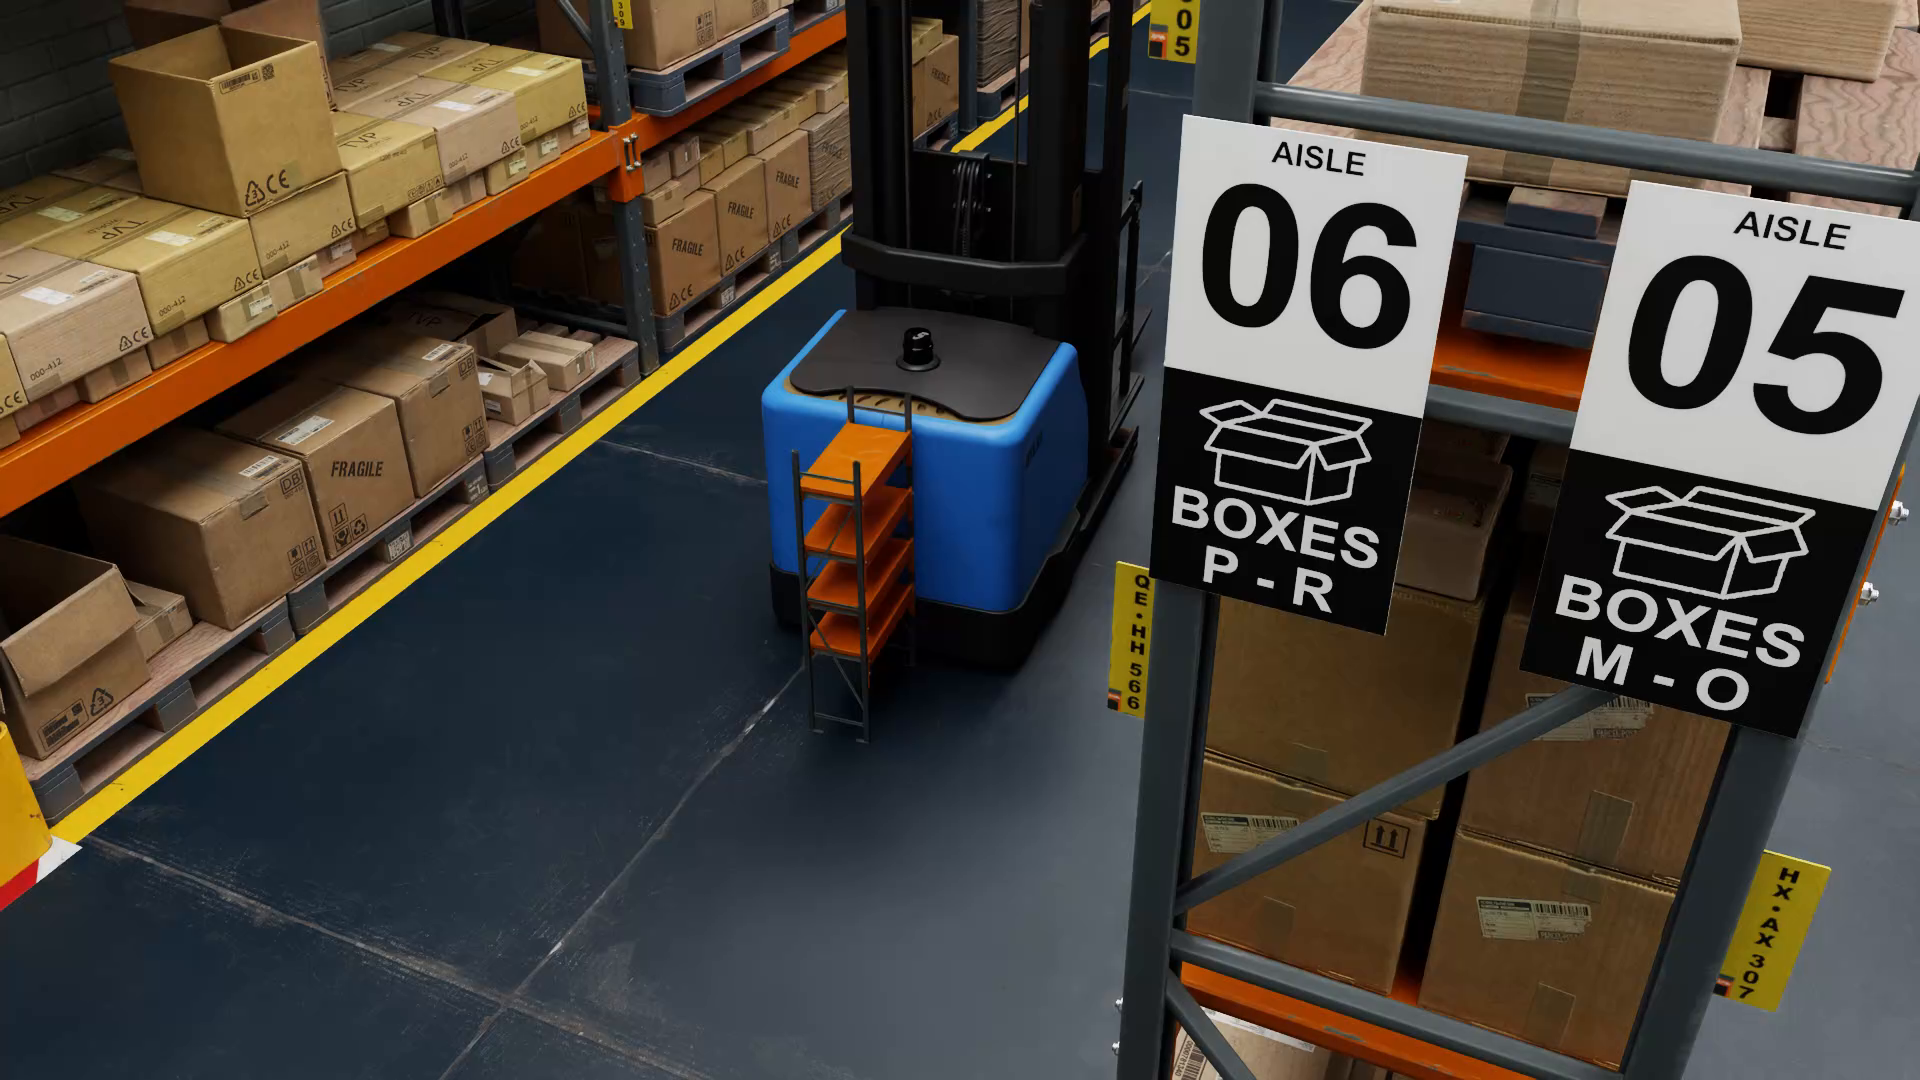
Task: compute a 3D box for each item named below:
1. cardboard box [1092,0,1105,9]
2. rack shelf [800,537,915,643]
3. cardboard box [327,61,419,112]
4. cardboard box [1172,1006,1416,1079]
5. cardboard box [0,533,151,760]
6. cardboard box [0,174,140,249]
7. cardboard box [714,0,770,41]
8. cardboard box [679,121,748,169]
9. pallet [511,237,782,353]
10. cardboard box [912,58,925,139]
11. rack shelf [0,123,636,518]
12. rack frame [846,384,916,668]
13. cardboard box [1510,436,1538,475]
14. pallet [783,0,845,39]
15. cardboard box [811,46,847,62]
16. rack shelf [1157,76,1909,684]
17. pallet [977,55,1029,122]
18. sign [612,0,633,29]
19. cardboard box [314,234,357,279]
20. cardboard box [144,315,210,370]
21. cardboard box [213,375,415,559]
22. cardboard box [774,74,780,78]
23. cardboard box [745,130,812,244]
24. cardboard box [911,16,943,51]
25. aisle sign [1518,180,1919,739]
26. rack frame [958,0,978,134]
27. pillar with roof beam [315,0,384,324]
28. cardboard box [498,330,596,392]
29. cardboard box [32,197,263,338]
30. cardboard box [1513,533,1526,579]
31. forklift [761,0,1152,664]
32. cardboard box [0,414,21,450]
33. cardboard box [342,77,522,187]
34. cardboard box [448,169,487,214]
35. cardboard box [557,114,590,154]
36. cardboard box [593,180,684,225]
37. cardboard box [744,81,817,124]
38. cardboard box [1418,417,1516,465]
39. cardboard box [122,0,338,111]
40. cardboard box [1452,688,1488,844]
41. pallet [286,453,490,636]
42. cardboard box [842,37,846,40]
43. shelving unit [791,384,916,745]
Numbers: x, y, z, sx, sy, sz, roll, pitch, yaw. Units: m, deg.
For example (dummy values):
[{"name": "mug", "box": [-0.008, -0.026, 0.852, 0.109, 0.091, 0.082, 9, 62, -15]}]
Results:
[{"name": "cardboard box", "box": [0.776, -4.749, 13.540, 0.875, 0.625, 0.625, 14, 36, 20]}, {"name": "rack shelf", "box": [-0.365, 0.156, 6.041, 0.258, 0.148, 0.480, 11, 35, 16]}, {"name": "cardboard box", "box": [-2.688, -1.855, 7.209, 0.500, 0.250, 0.500, 14, 36, 20]}, {"name": "cardboard box", "box": [0.990, 1.444, 4.267, 0.875, 0.438, 0.875, 13, 35, 19]}, {"name": "cardboard box", "box": [-3.363, 0.348, 5.878, 0.797, 0.503, 0.637, 13, 35, 19]}, {"name": "cardboard box", "box": [-3.325, -1.091, 6.044, 0.500, 0.250, 0.500, 15, 36, 22]}, {"name": "cardboard box", "box": [-1.409, -2.895, 8.455, 0.700, 0.500, 0.500, 15, 36, 21]}, {"name": "cardboard box", "box": [-1.395, -2.175, 9.136, 0.380, 0.149, 0.250, 14, 36, 20]}, {"name": "pallet", "box": [-1.726, -1.477, 9.311, 1.003, 0.211, 1.213, 14, 36, 20]}, {"name": "cardboard box", "box": [-0.559, -2.845, 10.751, 0.500, 0.500, 0.500, 14, 36, 20]}, {"name": "rack shelf", "box": [-2.868, -0.933, 6.593, 1.077, 0.370, 4.000, 14, 36, 20]}, {"name": "rack frame", "box": [-0.287, -0.027, 6.197, 0.240, 1.200, 0.015, 11, 35, 16]}, {"name": "cardboard box", "box": [0.982, -0.122, 3.698, 0.500, 0.500, 0.500, 14, 36, 21]}, {"name": "pallet", "box": [-1.168, -3.172, 9.527, 1.003, 0.211, 1.213, 14, 36, 20]}, {"name": "cardboard box", "box": [-0.723, -2.934, 10.294, 0.380, 0.149, 0.250, 15, 36, 22]}, {"name": "rack shelf", "box": [1.642, -1.050, 4.037, 1.077, 0.370, 4.000, 14, 36, 20]}, {"name": "pallet", "box": [0.022, -3.457, 12.329, 1.003, 0.211, 1.213, 14, 36, 20]}, {"name": "sign", "box": [-1.536, -2.471, 7.494, 0.100, 0.325, 0.005, 14, 36, 20]}, {"name": "cardboard box", "box": [-2.597, -1.143, 6.487, 0.380, 0.149, 0.250, 14, 36, 20]}, {"name": "cardboard box", "box": [-2.908, -0.755, 5.895, 0.380, 0.149, 0.250, 15, 36, 21]}, {"name": "cardboard box", "box": [-2.658, -0.308, 6.881, 0.500, 0.500, 0.500, 15, 36, 21]}, {"name": "cardboard box", "box": [-1.289, -2.912, 10.260, 0.380, 0.149, 0.250, 13, 36, 19]}, {"name": "cardboard box", "box": [-1.198, -2.064, 9.559, 0.500, 0.500, 0.500, 13, 35, 19]}, {"name": "cardboard box", "box": [-0.335, -3.319, 10.882, 0.380, 0.149, 0.250, 12, 35, 18]}, {"name": "aisle sign", "box": [1.038, -0.085, 2.274, 0.394, 0.787, 0.004, 14, 36, 20]}, {"name": "rack frame", "box": [-0.358, -4.222, 10.953, 1.000, 3.000, 0.127, 14, 36, 20]}, {"name": "pillar with roof beam", "box": [0.769, -3.611, 4.550, 9.100, 9.000, 0.400, 14, 36, 20]}, {"name": "cardboard box", "box": [-1.998, -0.868, 8.056, 0.380, 0.149, 0.250, 13, 35, 19]}, {"name": "cardboard box", "box": [-2.851, -0.968, 5.856, 0.500, 0.250, 0.500, 13, 36, 20]}, {"name": "cardboard box", "box": [1.196, 0.052, 4.345, 0.500, 0.500, 0.500, 15, 36, 22]}, {"name": "forklift", "box": [0.200, -1.550, 6.941, 1.130, 2.935, 3.031, 11, 35, 16]}, {"name": "cardboard box", "box": [-3.254, -0.371, 5.309, 0.380, 0.149, 0.250, 15, 36, 22]}, {"name": "cardboard box", "box": [-2.219, -1.729, 7.017, 0.500, 0.250, 0.500, 14, 36, 21]}, {"name": "cardboard box", "box": [-2.246, -1.514, 7.052, 0.380, 0.149, 0.250, 15, 36, 22]}, {"name": "cardboard box", "box": [-1.936, -1.908, 7.653, 0.380, 0.149, 0.250, 15, 36, 21]}, {"name": "cardboard box", "box": [-1.640, -1.749, 8.487, 0.380, 0.149, 0.250, 16, 36, 23]}, {"name": "cardboard box", "box": [-1.064, -2.555, 9.716, 0.380, 0.149, 0.250, 14, 36, 21]}, {"name": "cardboard box", "box": [0.857, -0.189, 3.207, 0.380, 0.149, 0.250, 15, 36, 21]}, {"name": "cardboard box", "box": [-2.896, -1.924, 6.631, 0.500, 0.500, 0.500, 13, 35, 19]}, {"name": "cardboard box", "box": [1.453, 0.426, 3.774, 0.500, 0.500, 0.500, 14, 36, 20]}, {"name": "pallet", "box": [-2.829, -0.112, 7.228, 1.003, 0.211, 1.213, 14, 36, 20]}, {"name": "cardboard box", "box": [-0.859, -3.435, 11.058, 0.380, 0.149, 0.250, 16, 37, 23]}, {"name": "shelving unit", "box": [-0.365, 0.099, 6.004, 0.258, 1.200, 0.503, 11, 35, 16]}]
